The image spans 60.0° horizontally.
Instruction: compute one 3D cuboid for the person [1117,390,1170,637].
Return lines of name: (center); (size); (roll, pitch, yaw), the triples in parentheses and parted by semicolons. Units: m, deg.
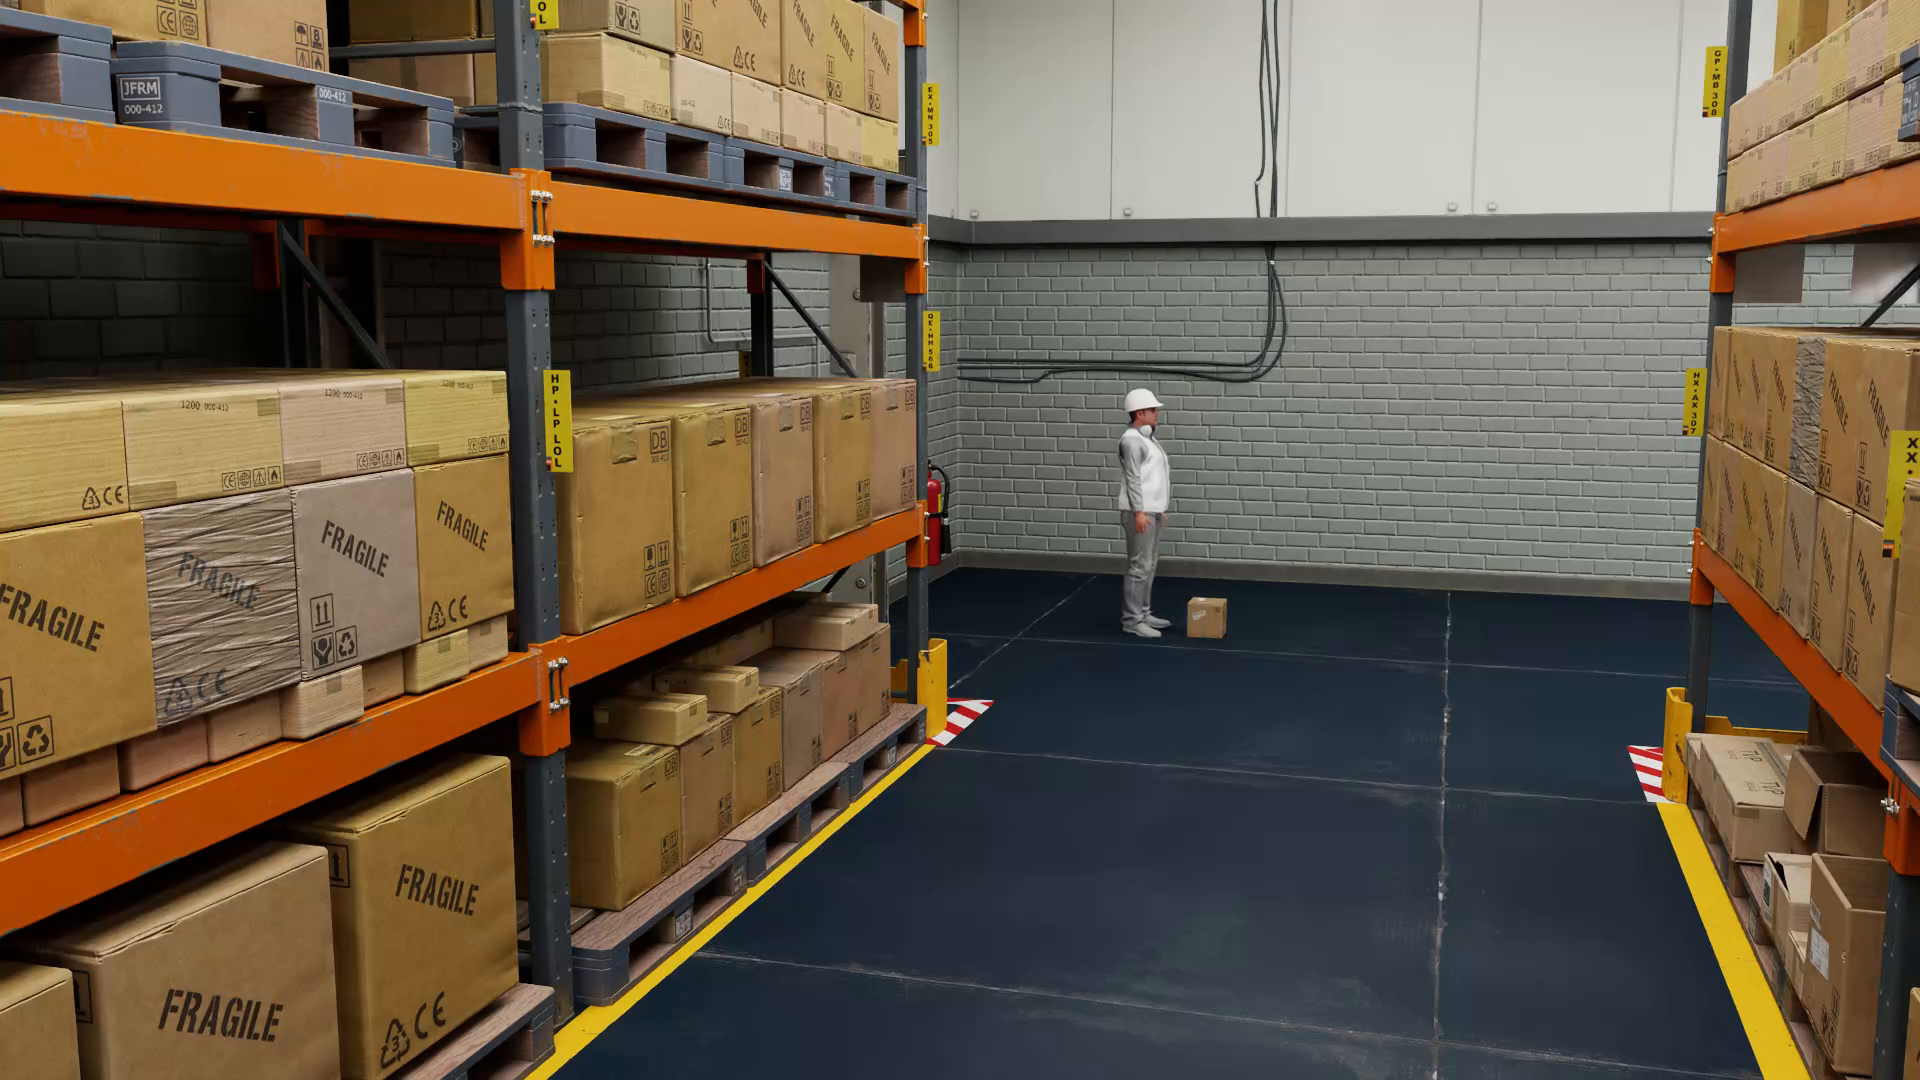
person: (1.350, -0.203, 12.171); (0.361, 1.790, 0.539); (3, 9, 18)
